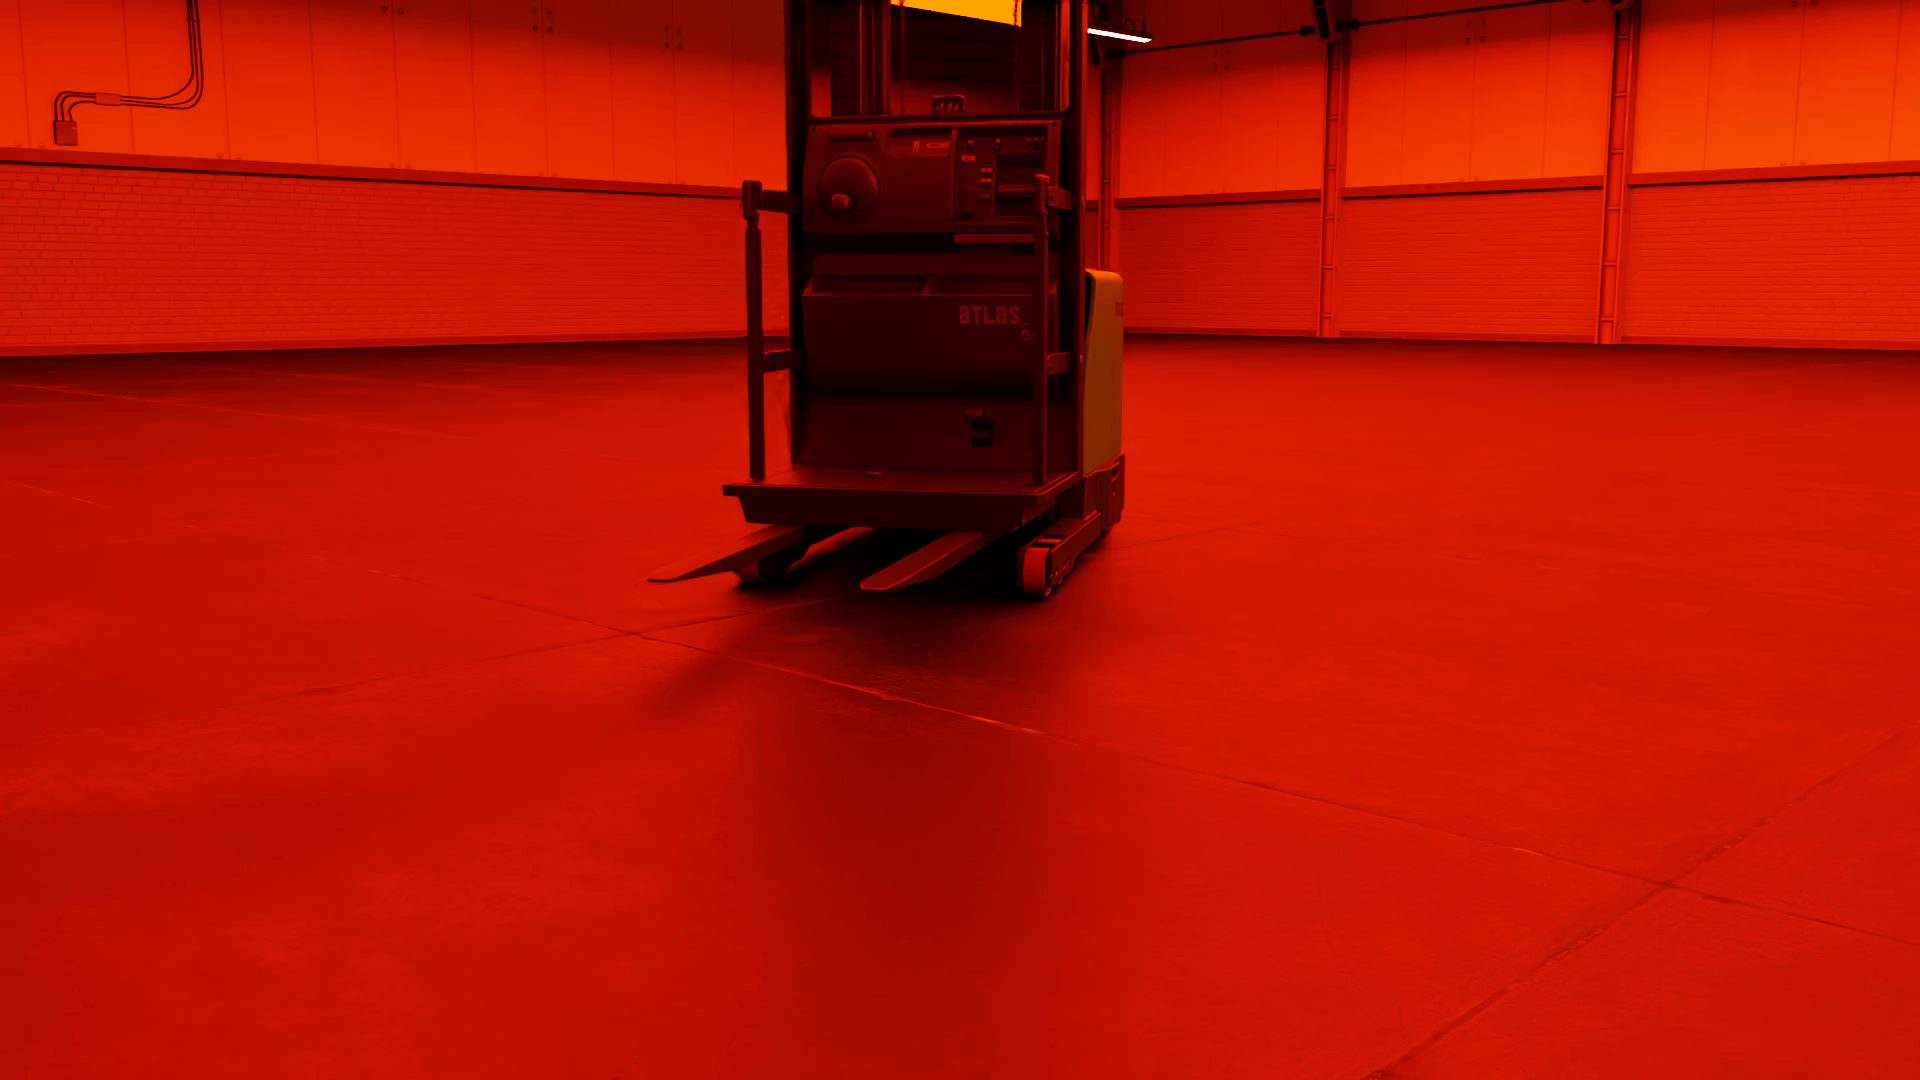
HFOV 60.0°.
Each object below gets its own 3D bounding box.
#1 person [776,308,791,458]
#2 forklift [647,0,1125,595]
[{"bbox_3d":[-0.646,-1.078,8.719,0.736,1.665,0.569,8,12,43],"label":"person"},{"bbox_3d":[-0.153,-1.328,5.690,1.130,2.935,3.031,2,9,14],"label":"forklift"}]
